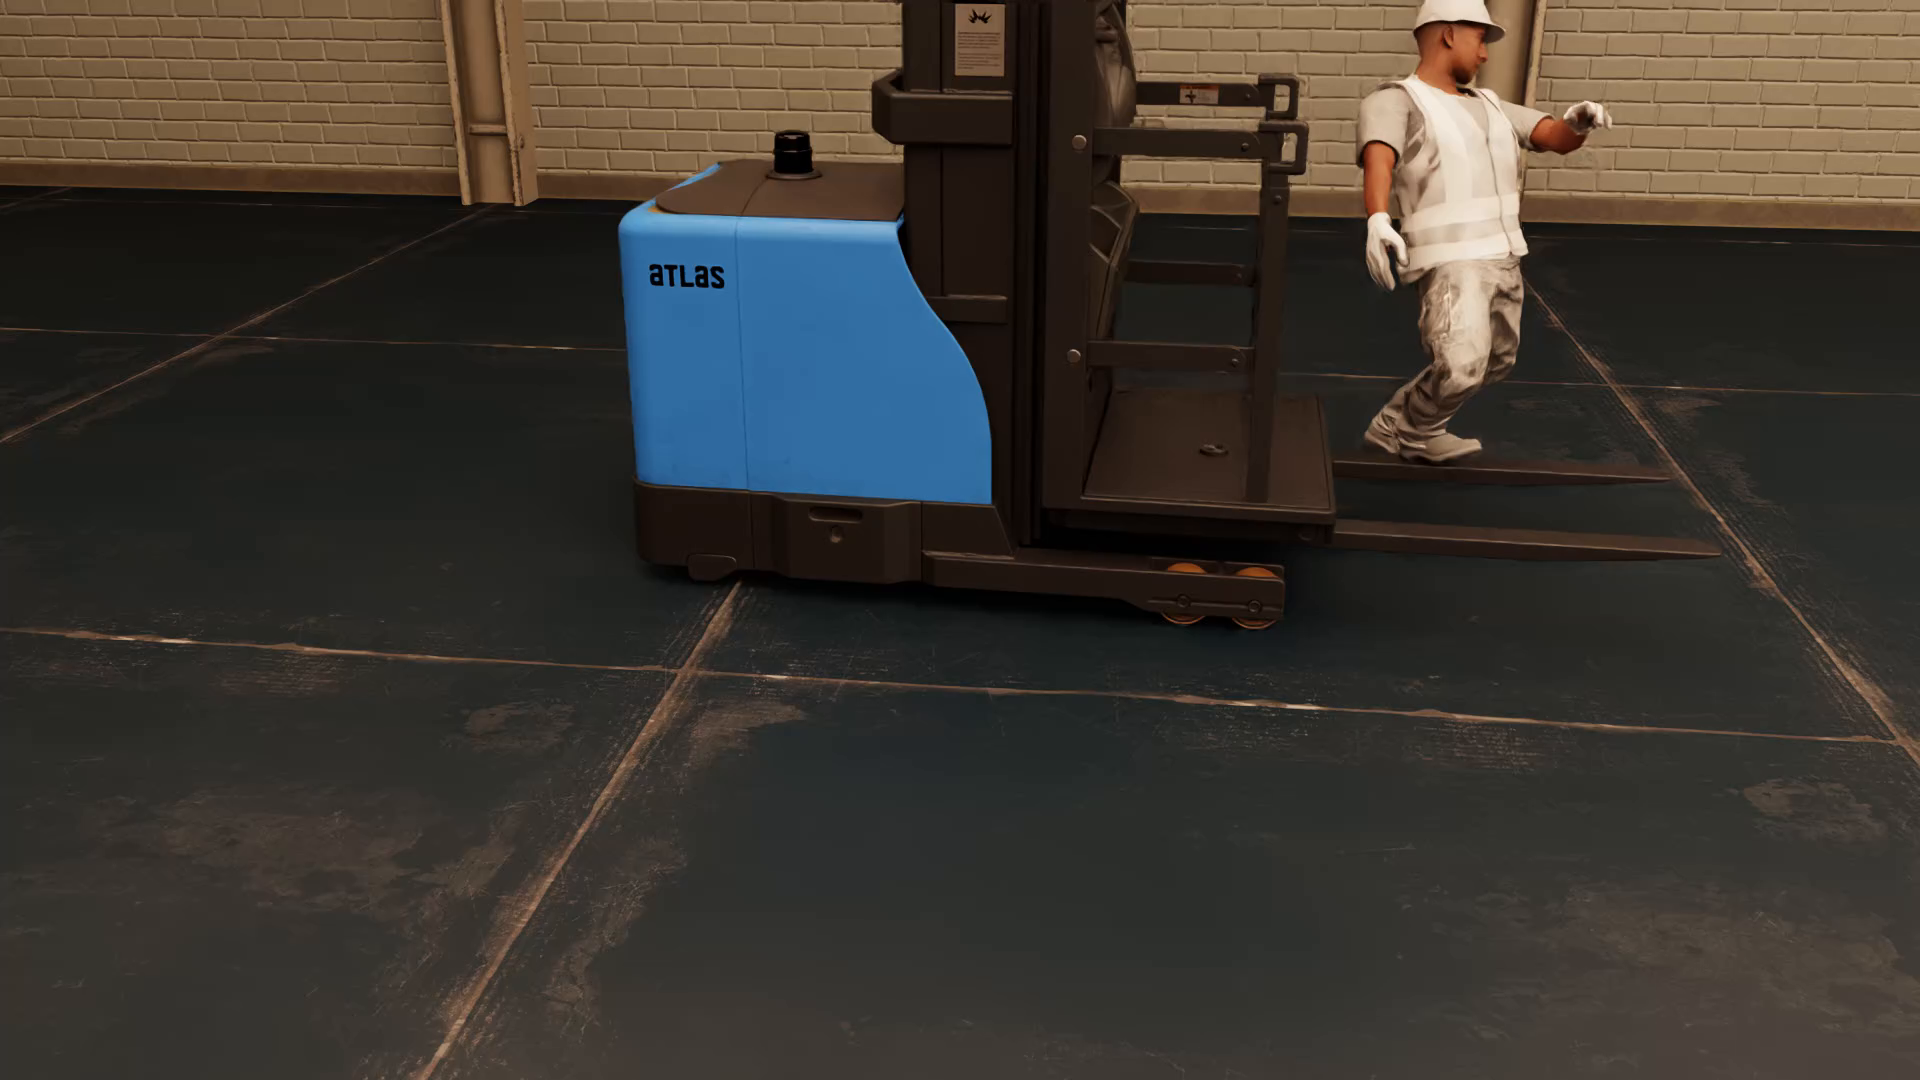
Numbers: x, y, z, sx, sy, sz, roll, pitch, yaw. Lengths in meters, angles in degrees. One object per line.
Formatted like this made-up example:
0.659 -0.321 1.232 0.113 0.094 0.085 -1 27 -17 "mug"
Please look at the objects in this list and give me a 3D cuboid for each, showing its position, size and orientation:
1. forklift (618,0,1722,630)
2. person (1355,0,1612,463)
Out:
0.615 -1.328 4.552 3.031 2.935 1.130 4 22 9 "forklift"
1.480 -0.826 5.039 0.840 1.563 0.938 19 29 39 "person"
